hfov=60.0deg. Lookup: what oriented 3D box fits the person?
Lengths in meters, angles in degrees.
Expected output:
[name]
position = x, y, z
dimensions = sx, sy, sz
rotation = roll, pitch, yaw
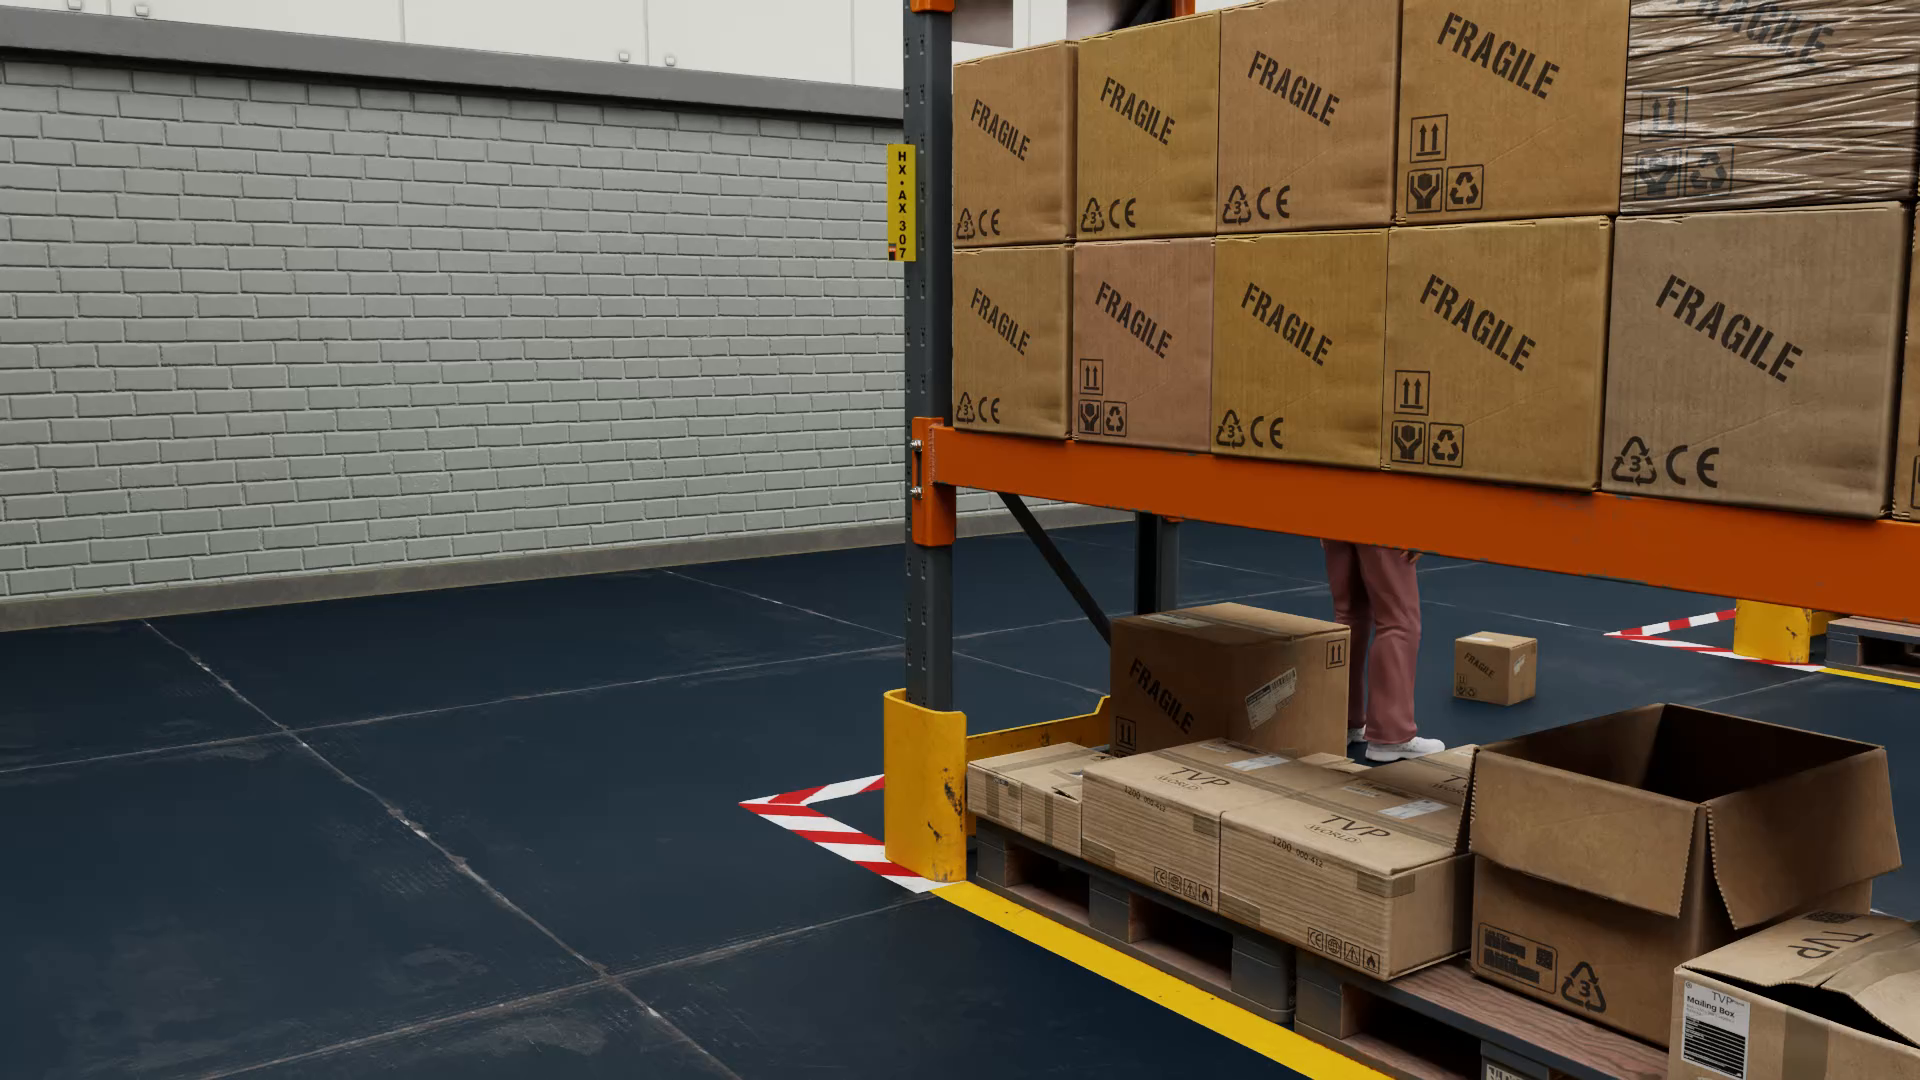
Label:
[person]
position = 1.525, -0.045, 6.142
dimensions = 0.349, 1.673, 0.518
rotation = -5, 9, -30
